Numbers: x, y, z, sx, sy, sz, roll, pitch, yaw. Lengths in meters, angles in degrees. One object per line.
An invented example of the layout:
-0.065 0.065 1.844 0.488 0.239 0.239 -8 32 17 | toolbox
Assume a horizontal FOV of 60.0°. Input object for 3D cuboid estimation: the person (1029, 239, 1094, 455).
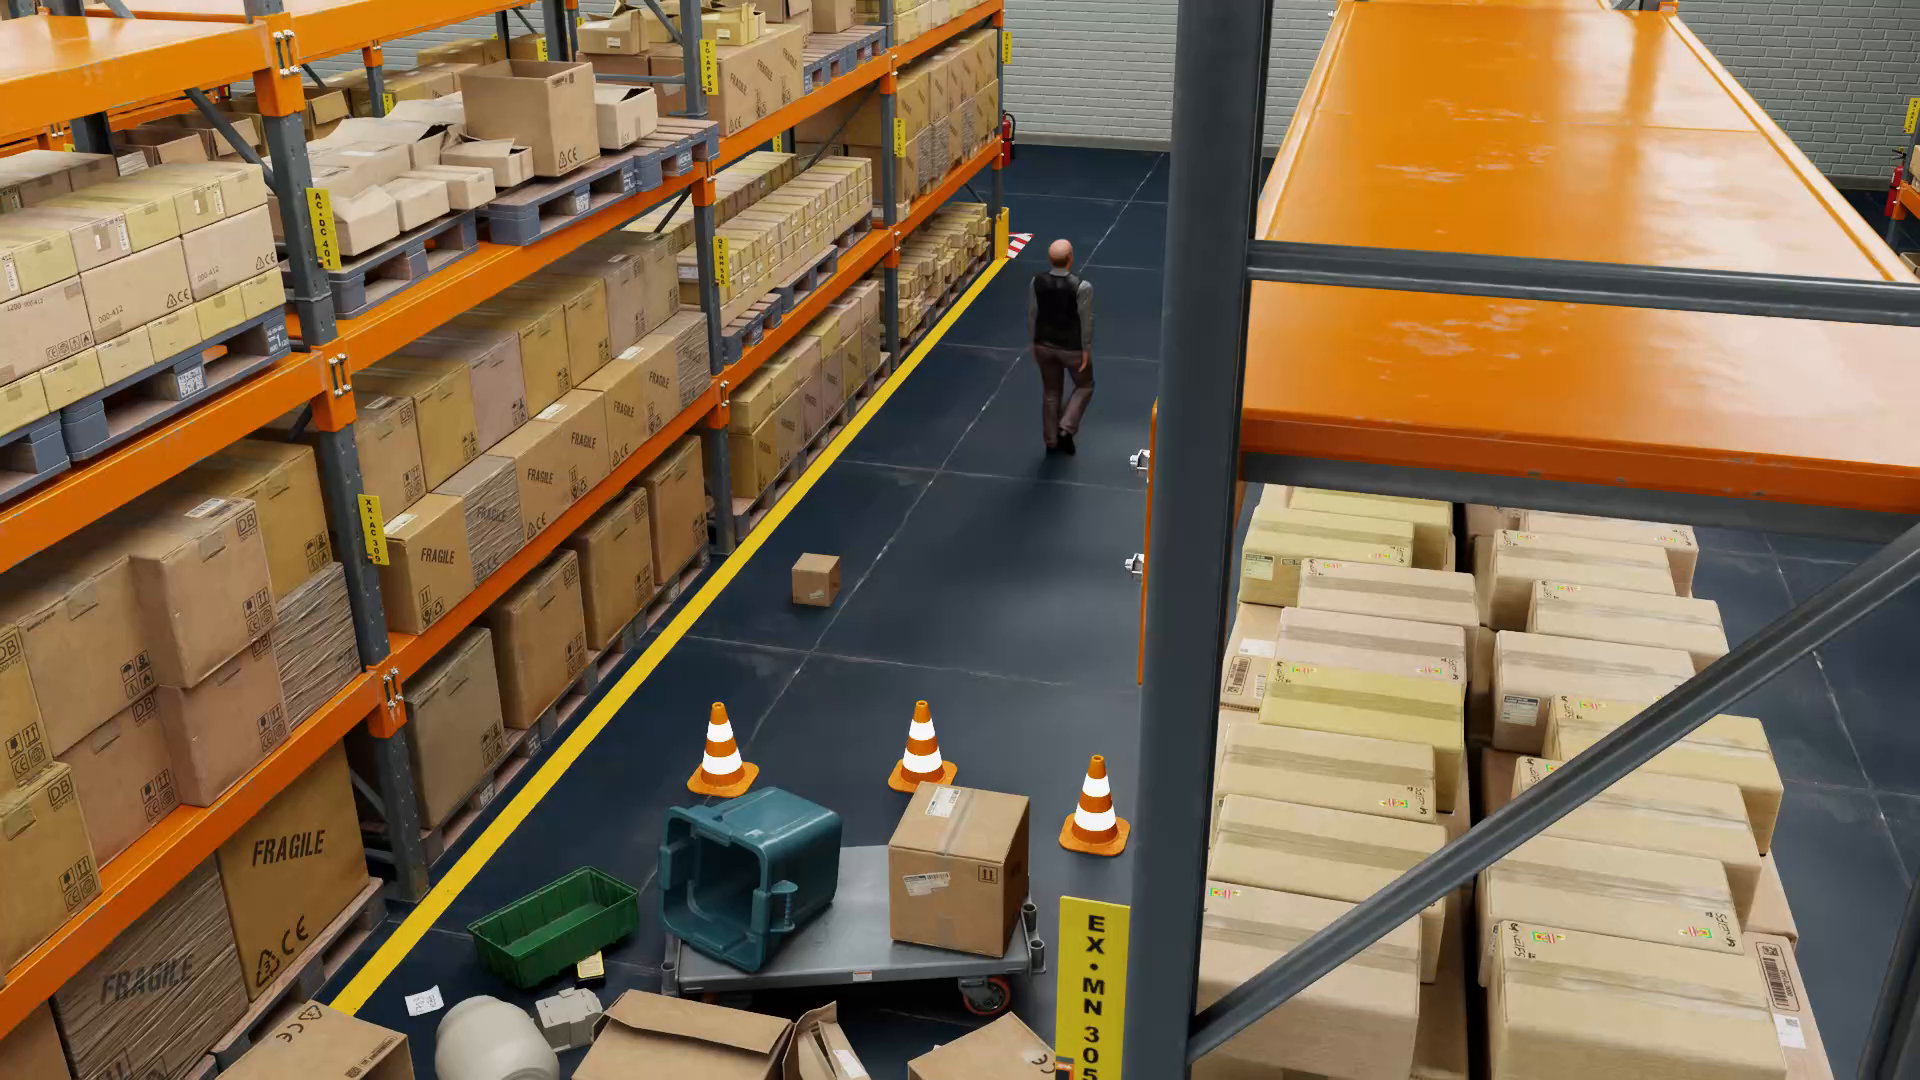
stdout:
0.791 -1.487 12.852 0.537 1.712 0.483 10 27 21 | person
